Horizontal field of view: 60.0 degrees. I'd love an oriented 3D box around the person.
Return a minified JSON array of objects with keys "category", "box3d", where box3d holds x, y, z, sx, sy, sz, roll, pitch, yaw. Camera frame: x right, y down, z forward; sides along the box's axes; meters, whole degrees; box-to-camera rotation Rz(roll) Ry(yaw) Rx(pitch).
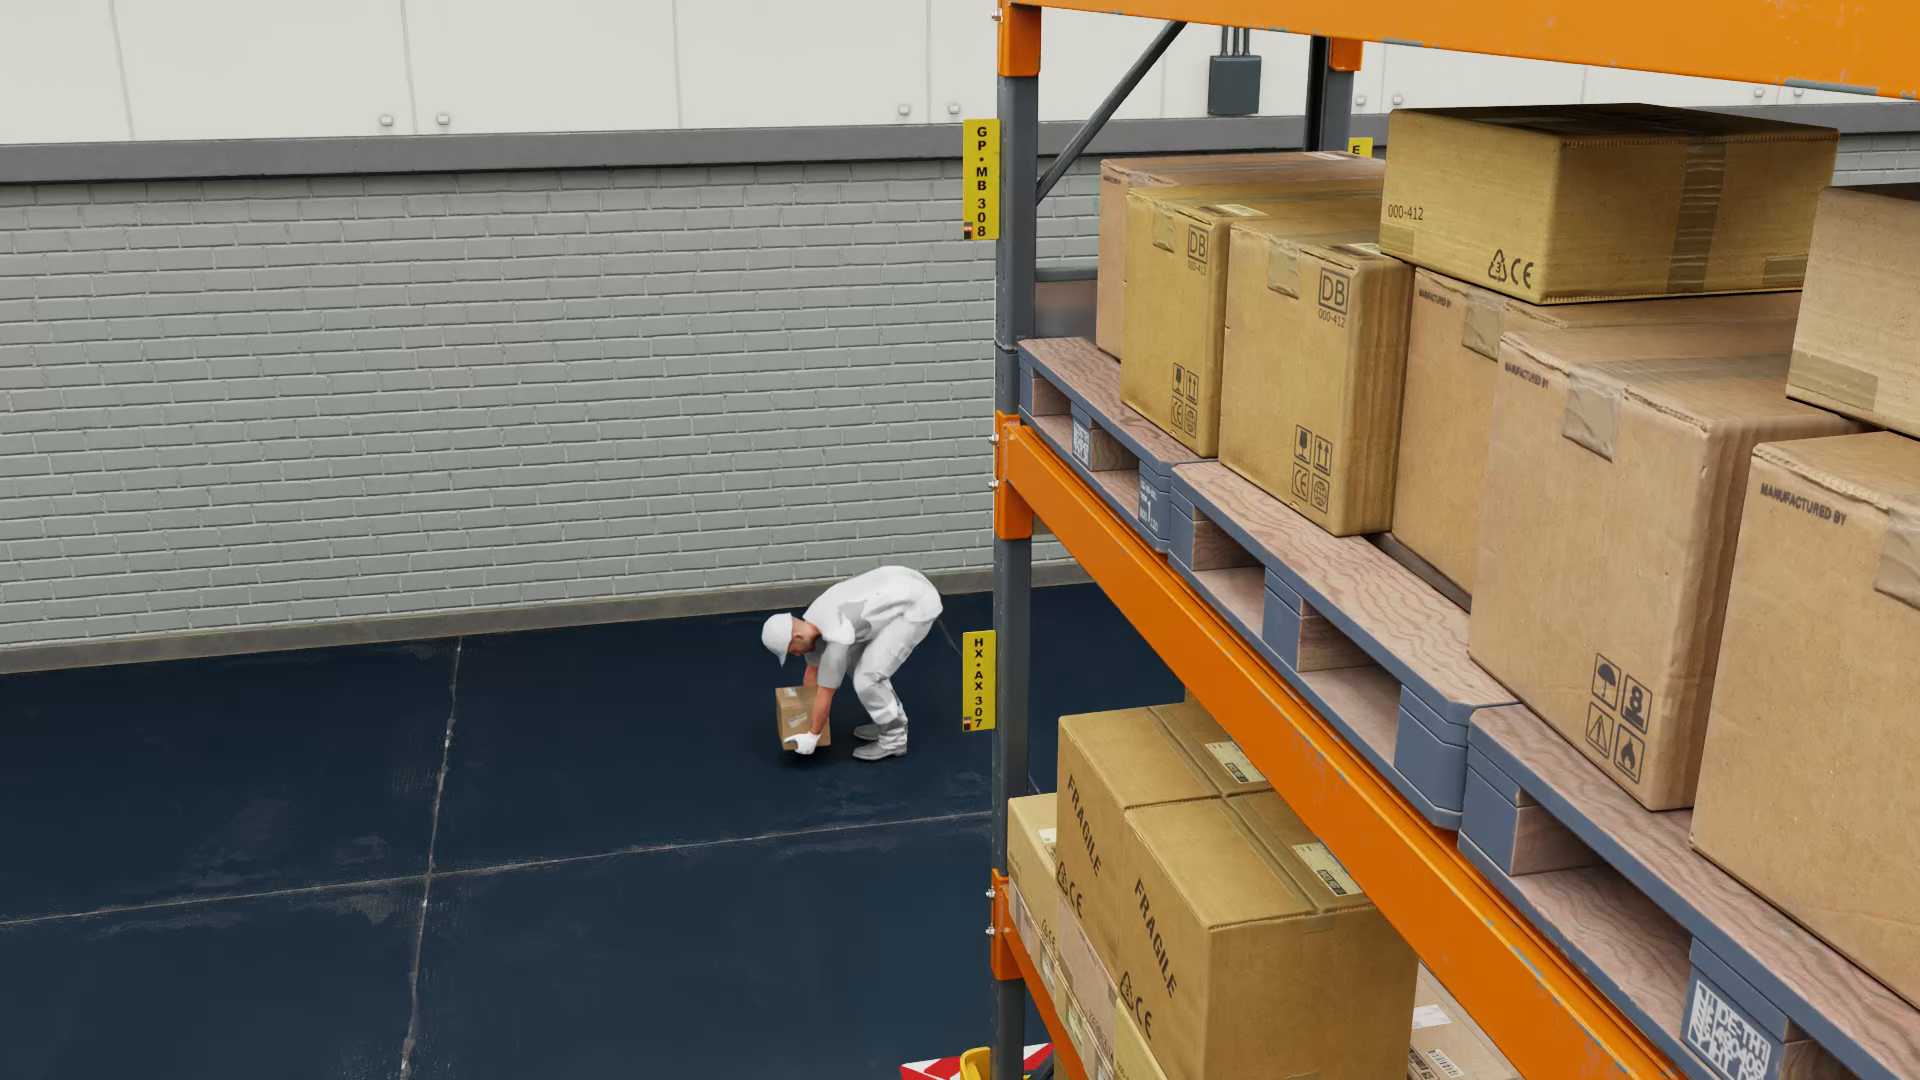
[{"category":"person","box3d":[-0.571,0.659,8.826,0.952,1.010,0.517,-5,20,-15]}]
